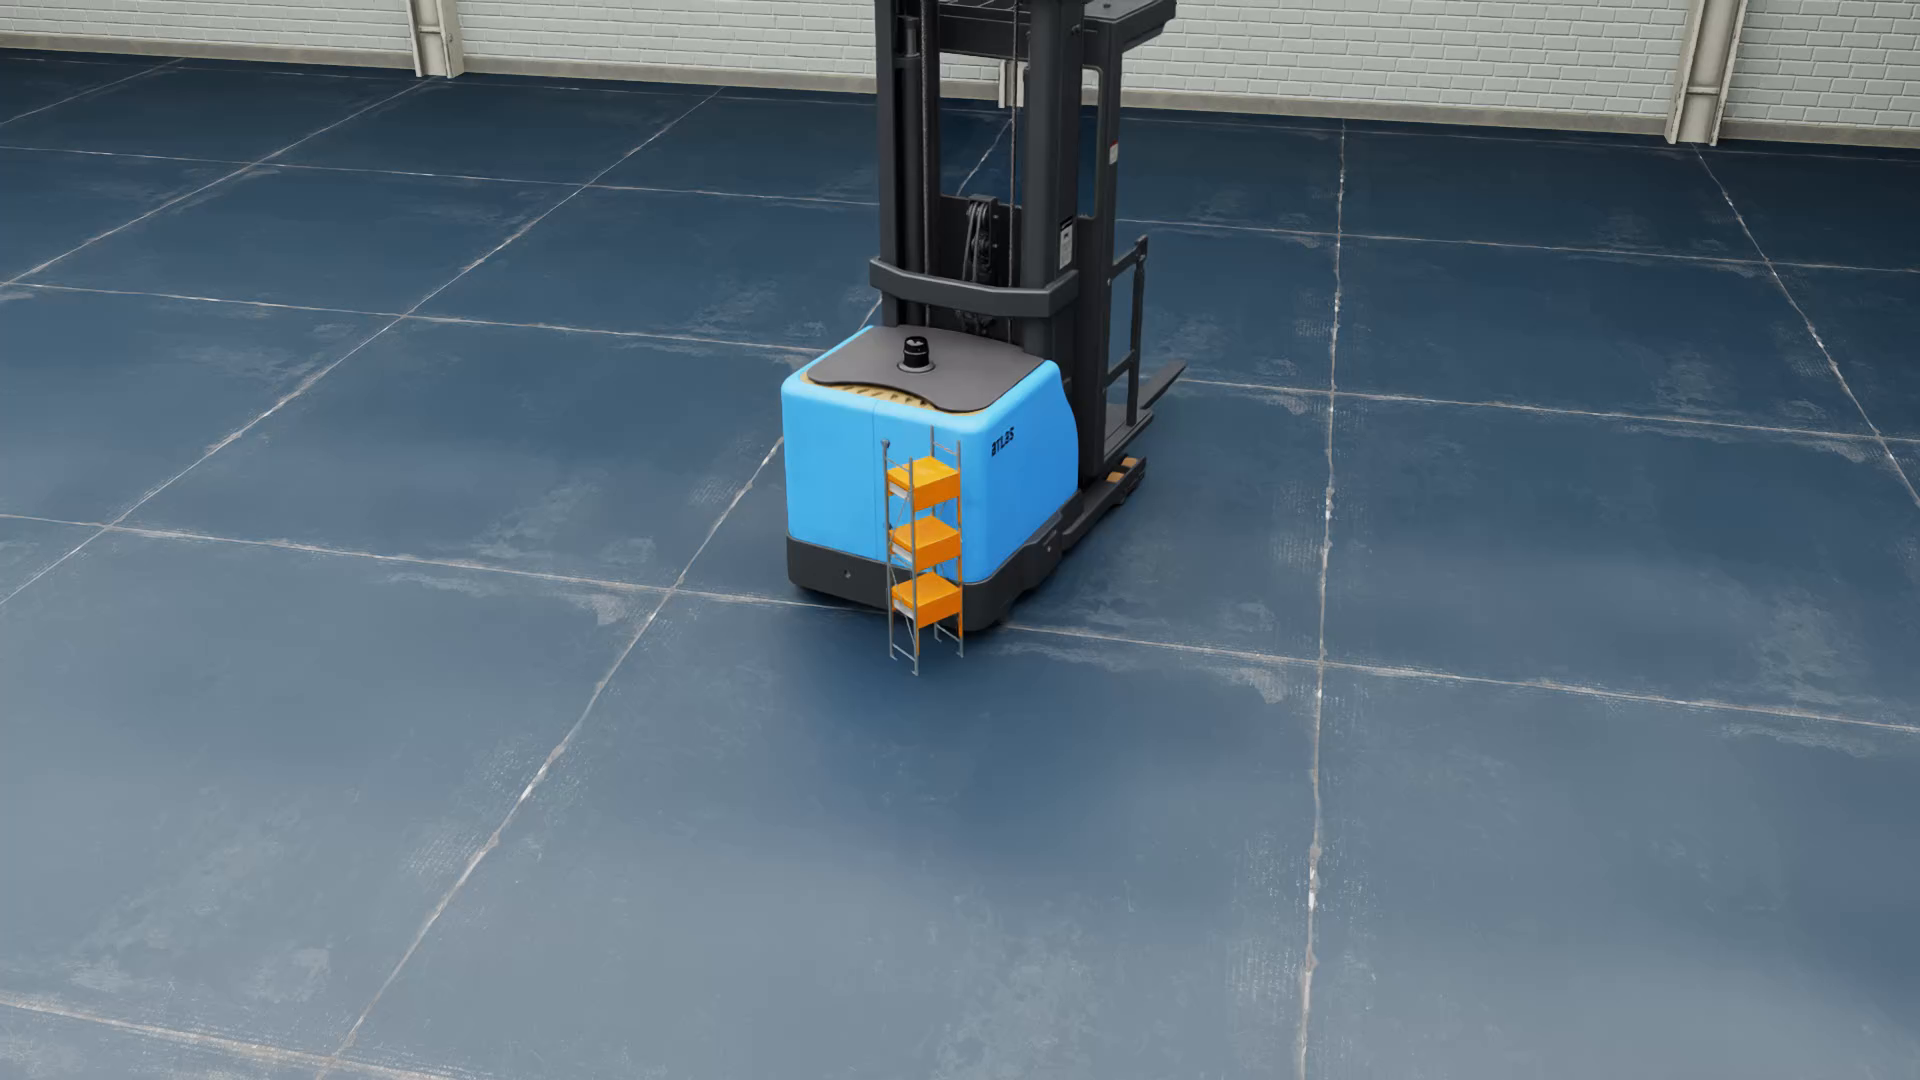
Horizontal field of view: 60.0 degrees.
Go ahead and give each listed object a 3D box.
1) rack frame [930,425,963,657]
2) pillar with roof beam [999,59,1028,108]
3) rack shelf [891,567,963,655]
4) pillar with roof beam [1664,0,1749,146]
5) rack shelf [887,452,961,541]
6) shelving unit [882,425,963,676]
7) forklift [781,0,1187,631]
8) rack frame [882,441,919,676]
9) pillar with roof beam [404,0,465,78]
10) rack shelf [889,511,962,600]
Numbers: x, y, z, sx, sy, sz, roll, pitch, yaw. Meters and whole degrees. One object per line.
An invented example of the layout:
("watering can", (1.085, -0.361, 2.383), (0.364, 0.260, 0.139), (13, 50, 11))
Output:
("rack frame", (-0.056, 0.017, 7.120), (0.008, 1.050, 0.200), (-21, 35, -32))
("pillar with roof beam", (-0.308, -6.067, 9.961), (0.400, 9.000, 9.100), (6, 29, 11))
("rack shelf", (-0.149, 0.306, 7.194), (0.240, 0.259, 0.215), (-21, 35, -32))
("pillar with roof beam", (5.559, -5.465, 8.862), (0.400, 9.000, 9.100), (6, 29, 11))
("rack shelf", (-0.155, -0.185, 6.922), (0.240, 0.259, 0.215), (-21, 35, -32))
("shelving unit", (-0.152, 0.054, 7.055), (0.252, 1.050, 0.215), (-21, 35, -32))
("forklift", (0.324, -1.562, 8.050), (1.130, 2.935, 3.031), (14, 32, 24))
("rack frame", (-0.248, 0.091, 6.989), (0.008, 1.050, 0.200), (-21, 35, -32))
("pillar with roof beam", (-6.176, -6.669, 11.060), (0.400, 9.000, 9.100), (6, 29, 11))
("rack shelf", (-0.152, 0.063, 7.060), (0.240, 0.259, 0.215), (-21, 35, -32))
